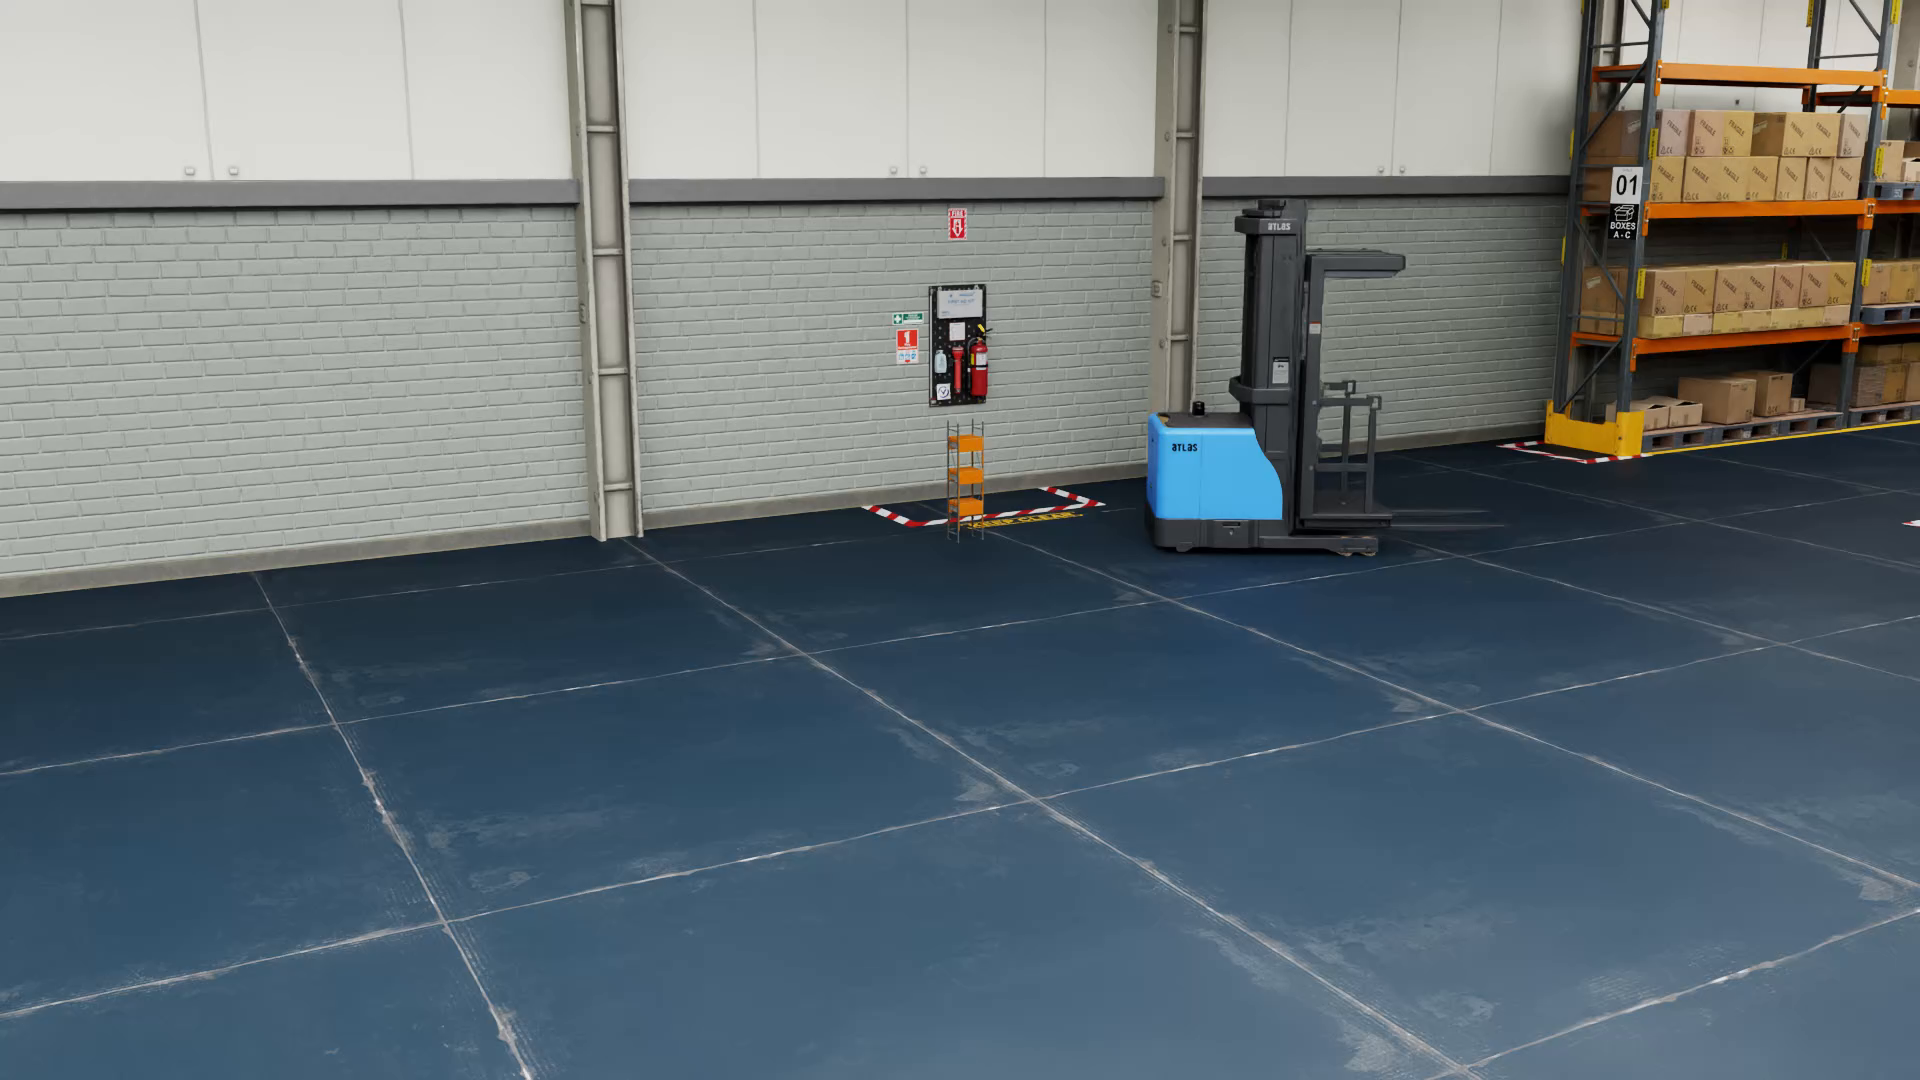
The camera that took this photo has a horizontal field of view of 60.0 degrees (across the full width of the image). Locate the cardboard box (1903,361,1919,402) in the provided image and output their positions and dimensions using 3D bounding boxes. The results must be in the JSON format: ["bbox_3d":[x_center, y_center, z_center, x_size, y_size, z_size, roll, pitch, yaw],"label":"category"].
[{"bbox_3d":[12.330,-2.131,21.935,0.500,0.500,0.700,-7,14,-27],"label":"cardboard box"}]

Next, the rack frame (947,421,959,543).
[{"bbox_3d":[-0.060,-0.505,14.462,0.008,1.050,0.200,-7,14,-28],"label":"rack frame"}]

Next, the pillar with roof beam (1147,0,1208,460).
[{"bbox_3d":[4.280,-4.230,12.911,0.400,9.000,9.100,-7,14,-28],"label":"pillar with roof beam"}]

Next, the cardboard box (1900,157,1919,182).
[{"bbox_3d":[11.854,-4.676,20.972,0.500,0.311,0.500,-6,14,-26],"label":"cardboard box"}]

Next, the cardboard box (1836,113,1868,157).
[{"bbox_3d":[10.485,-4.850,19.944,0.500,0.500,0.500,-8,15,-33],"label":"cardboard box"}]

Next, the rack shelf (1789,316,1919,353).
[{"bbox_3d":[12.550,-2.804,21.876,4.000,0.370,1.077,-7,14,-28],"label":"rack shelf"}]

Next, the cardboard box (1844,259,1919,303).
[{"bbox_3d":[11.752,-3.313,21.267,0.500,0.500,0.700,-5,14,-22],"label":"cardboard box"}]

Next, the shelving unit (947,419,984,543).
[{"bbox_3d":[0.047,-0.518,14.519,0.252,1.050,0.215,-7,14,-28],"label":"shelving unit"}]

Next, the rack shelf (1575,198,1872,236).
[{"bbox_3d":[9.039,-3.847,19.677,4.000,0.370,1.077,-7,14,-28],"label":"rack shelf"}]

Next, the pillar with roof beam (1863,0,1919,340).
[{"bbox_3d":[14.813,-5.493,18.520,0.400,9.000,9.100,-7,14,-28],"label":"pillar with roof beam"}]

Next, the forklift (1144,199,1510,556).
[{"bbox_3d":[3.166,-1.411,14.202,3.031,2.935,1.130,0,13,1],"label":"forklift"}]

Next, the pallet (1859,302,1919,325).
[{"bbox_3d":[11.535,-2.904,21.116,1.213,0.211,1.003,-7,14,-28],"label":"pallet"}]

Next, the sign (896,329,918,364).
[{"bbox_3d":[-0.505,-1.860,15.959,0.234,0.329,0.001,-7,14,-28],"label":"sign"}]

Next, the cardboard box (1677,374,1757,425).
[{"bbox_3d":[9.103,-1.702,20.032,0.500,0.500,0.700,-8,15,-31],"label":"cardboard box"}]

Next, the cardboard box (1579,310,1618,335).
[{"bbox_3d":[7.601,-2.547,19.391,0.500,0.250,0.500,-7,14,-27],"label":"cardboard box"}]

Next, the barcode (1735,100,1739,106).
[{"bbox_3d":[9.369,-5.272,20.043,0.075,0.075,0.001,-7,14,-28],"label":"barcode"}]

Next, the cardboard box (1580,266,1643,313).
[{"bbox_3d":[7.596,-2.917,19.327,0.500,0.500,0.500,-7,14,-28],"label":"cardboard box"}]

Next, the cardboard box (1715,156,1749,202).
[{"bbox_3d":[8.640,-4.138,19.059,0.500,0.500,0.500,-6,14,-25],"label":"cardboard box"}]

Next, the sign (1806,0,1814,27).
[{"bbox_3d":[10.524,-6.511,20.556,0.005,0.325,0.100,-7,14,-28],"label":"sign"}]

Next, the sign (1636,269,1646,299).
[{"bbox_3d":[7.544,-2.842,18.433,0.005,0.325,0.100,-7,14,-28],"label":"sign"}]

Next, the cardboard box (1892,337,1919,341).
[{"bbox_3d":[12.719,-2.538,22.037,0.500,0.250,0.500,-7,14,-28],"label":"cardboard box"}]

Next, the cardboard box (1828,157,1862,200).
[{"bbox_3d":[10.468,-4.366,20.071,0.500,0.500,0.500,-6,14,-26],"label":"cardboard box"}]

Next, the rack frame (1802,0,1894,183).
[{"bbox_3d":[10.795,-5.872,20.204,0.127,3.000,1.000,-7,14,-28],"label":"rack frame"}]

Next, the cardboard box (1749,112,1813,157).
[{"bbox_3d":[9.556,-4.733,19.425,0.500,0.500,0.500,-7,15,-30],"label":"cardboard box"}]

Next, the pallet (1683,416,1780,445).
[{"bbox_3d":[9.150,-1.378,20.250,1.213,0.211,1.003,-7,14,-28],"label":"pallet"}]

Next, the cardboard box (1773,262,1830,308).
[{"bbox_3d":[10.093,-3.084,20.070,0.500,0.500,0.500,-7,14,-28],"label":"cardboard box"}]

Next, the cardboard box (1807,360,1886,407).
[{"bbox_3d":[11.433,-2.021,21.447,0.500,0.500,0.700,-6,14,-26],"label":"cardboard box"}]

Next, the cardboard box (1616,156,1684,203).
[{"bbox_3d":[7.697,-4.033,18.592,0.500,0.500,0.500,-6,14,-26],"label":"cardboard box"}]

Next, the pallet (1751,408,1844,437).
[{"bbox_3d":[10.222,-1.507,20.824,1.213,0.211,1.003,-7,14,-28],"label":"pallet"}]

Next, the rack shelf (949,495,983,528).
[{"bbox_3d":[0.047,-0.236,14.582,0.240,0.259,0.215,-7,14,-28],"label":"rack shelf"}]

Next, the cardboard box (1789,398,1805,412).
[{"bbox_3d":[10.340,-1.715,20.849,0.250,0.166,0.380,-9,16,-35],"label":"cardboard box"}]

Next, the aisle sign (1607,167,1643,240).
[{"bbox_3d":[7.365,-3.727,18.417,0.004,0.787,0.394,-7,14,-28],"label":"aisle sign"}]

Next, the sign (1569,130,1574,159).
[{"bbox_3d":[7.036,-4.528,19.051,0.005,0.325,0.100,-7,14,-28],"label":"sign"}]

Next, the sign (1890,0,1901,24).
[{"bbox_3d":[11.039,-6.259,19.619,0.005,0.325,0.100,-7,14,-28],"label":"sign"}]

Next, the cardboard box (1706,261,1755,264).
[{"bbox_3d":[9.386,-3.133,20.287,0.500,0.500,0.500,-6,14,-26],"label":"cardboard box"}]

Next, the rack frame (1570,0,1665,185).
[{"bbox_3d":[7.284,-5.451,18.334,0.127,3.000,1.000,-7,14,-28],"label":"rack frame"}]

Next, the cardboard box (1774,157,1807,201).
[{"bbox_3d":[9.552,-4.250,19.555,0.500,0.500,0.500,-7,15,-30],"label":"cardboard box"}]

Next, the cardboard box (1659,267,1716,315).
[{"bbox_3d":[8.286,-2.869,19.113,0.500,0.500,0.500,-7,14,-28],"label":"cardboard box"}]

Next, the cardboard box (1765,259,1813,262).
[{"bbox_3d":[10.282,-3.238,20.754,0.500,0.500,0.500,-7,15,-29],"label":"cardboard box"}]

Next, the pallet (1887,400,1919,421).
[{"bbox_3d":[12.550,-1.796,22.108,1.213,0.211,1.003,-7,14,-28],"label":"pallet"}]

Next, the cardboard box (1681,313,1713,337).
[{"bbox_3d":[8.313,-2.508,19.218,0.500,0.250,0.500,-7,15,-30],"label":"cardboard box"}]

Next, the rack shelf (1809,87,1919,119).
[{"bbox_3d":[12.550,-5.536,21.262,4.000,0.370,1.077,-7,14,-28],"label":"rack shelf"}]

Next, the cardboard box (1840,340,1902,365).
[{"bbox_3d":[11.818,-2.433,21.573,0.500,0.250,0.500,-7,15,-29],"label":"cardboard box"}]

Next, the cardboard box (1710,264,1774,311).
[{"bbox_3d":[9.190,-2.979,19.600,0.500,0.500,0.500,-6,14,-26],"label":"cardboard box"}]

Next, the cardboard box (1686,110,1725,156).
[{"bbox_3d":[8.203,-4.570,18.704,0.500,0.500,0.500,-7,14,-29],"label":"cardboard box"}]

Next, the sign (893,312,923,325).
[{"bbox_3d":[-0.496,-2.117,15.896,0.331,0.109,0.001,-7,14,-28],"label":"sign"}]

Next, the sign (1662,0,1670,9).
[{"bbox_3d":[7.544,-5.841,17.758,0.005,0.325,0.100,-7,14,-28],"label":"sign"}]

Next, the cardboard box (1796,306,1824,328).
[{"bbox_3d":[10.083,-2.722,20.170,0.500,0.250,0.500,-7,14,-28],"label":"cardboard box"}]

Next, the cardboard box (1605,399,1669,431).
[{"bbox_3d":[7.934,-1.482,19.486,0.500,0.311,0.500,-9,15,-34],"label":"cardboard box"}]

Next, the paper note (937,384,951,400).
[{"bbox_3d":[-0.158,-1.445,16.206,0.142,0.148,0.016,-7,14,-28],"label":"paper note"}]

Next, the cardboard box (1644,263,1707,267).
[{"bbox_3d":[8.494,-3.023,19.799,0.500,0.500,0.500,-7,15,-29],"label":"cardboard box"}]

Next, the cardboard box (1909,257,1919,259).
[{"bbox_3d":[12.815,-3.442,21.843,0.500,0.500,0.700,-7,14,-28],"label":"cardboard box"}]

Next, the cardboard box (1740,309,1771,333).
[{"bbox_3d":[9.208,-2.613,19.685,0.500,0.250,0.500,-7,14,-27],"label":"cardboard box"}]
